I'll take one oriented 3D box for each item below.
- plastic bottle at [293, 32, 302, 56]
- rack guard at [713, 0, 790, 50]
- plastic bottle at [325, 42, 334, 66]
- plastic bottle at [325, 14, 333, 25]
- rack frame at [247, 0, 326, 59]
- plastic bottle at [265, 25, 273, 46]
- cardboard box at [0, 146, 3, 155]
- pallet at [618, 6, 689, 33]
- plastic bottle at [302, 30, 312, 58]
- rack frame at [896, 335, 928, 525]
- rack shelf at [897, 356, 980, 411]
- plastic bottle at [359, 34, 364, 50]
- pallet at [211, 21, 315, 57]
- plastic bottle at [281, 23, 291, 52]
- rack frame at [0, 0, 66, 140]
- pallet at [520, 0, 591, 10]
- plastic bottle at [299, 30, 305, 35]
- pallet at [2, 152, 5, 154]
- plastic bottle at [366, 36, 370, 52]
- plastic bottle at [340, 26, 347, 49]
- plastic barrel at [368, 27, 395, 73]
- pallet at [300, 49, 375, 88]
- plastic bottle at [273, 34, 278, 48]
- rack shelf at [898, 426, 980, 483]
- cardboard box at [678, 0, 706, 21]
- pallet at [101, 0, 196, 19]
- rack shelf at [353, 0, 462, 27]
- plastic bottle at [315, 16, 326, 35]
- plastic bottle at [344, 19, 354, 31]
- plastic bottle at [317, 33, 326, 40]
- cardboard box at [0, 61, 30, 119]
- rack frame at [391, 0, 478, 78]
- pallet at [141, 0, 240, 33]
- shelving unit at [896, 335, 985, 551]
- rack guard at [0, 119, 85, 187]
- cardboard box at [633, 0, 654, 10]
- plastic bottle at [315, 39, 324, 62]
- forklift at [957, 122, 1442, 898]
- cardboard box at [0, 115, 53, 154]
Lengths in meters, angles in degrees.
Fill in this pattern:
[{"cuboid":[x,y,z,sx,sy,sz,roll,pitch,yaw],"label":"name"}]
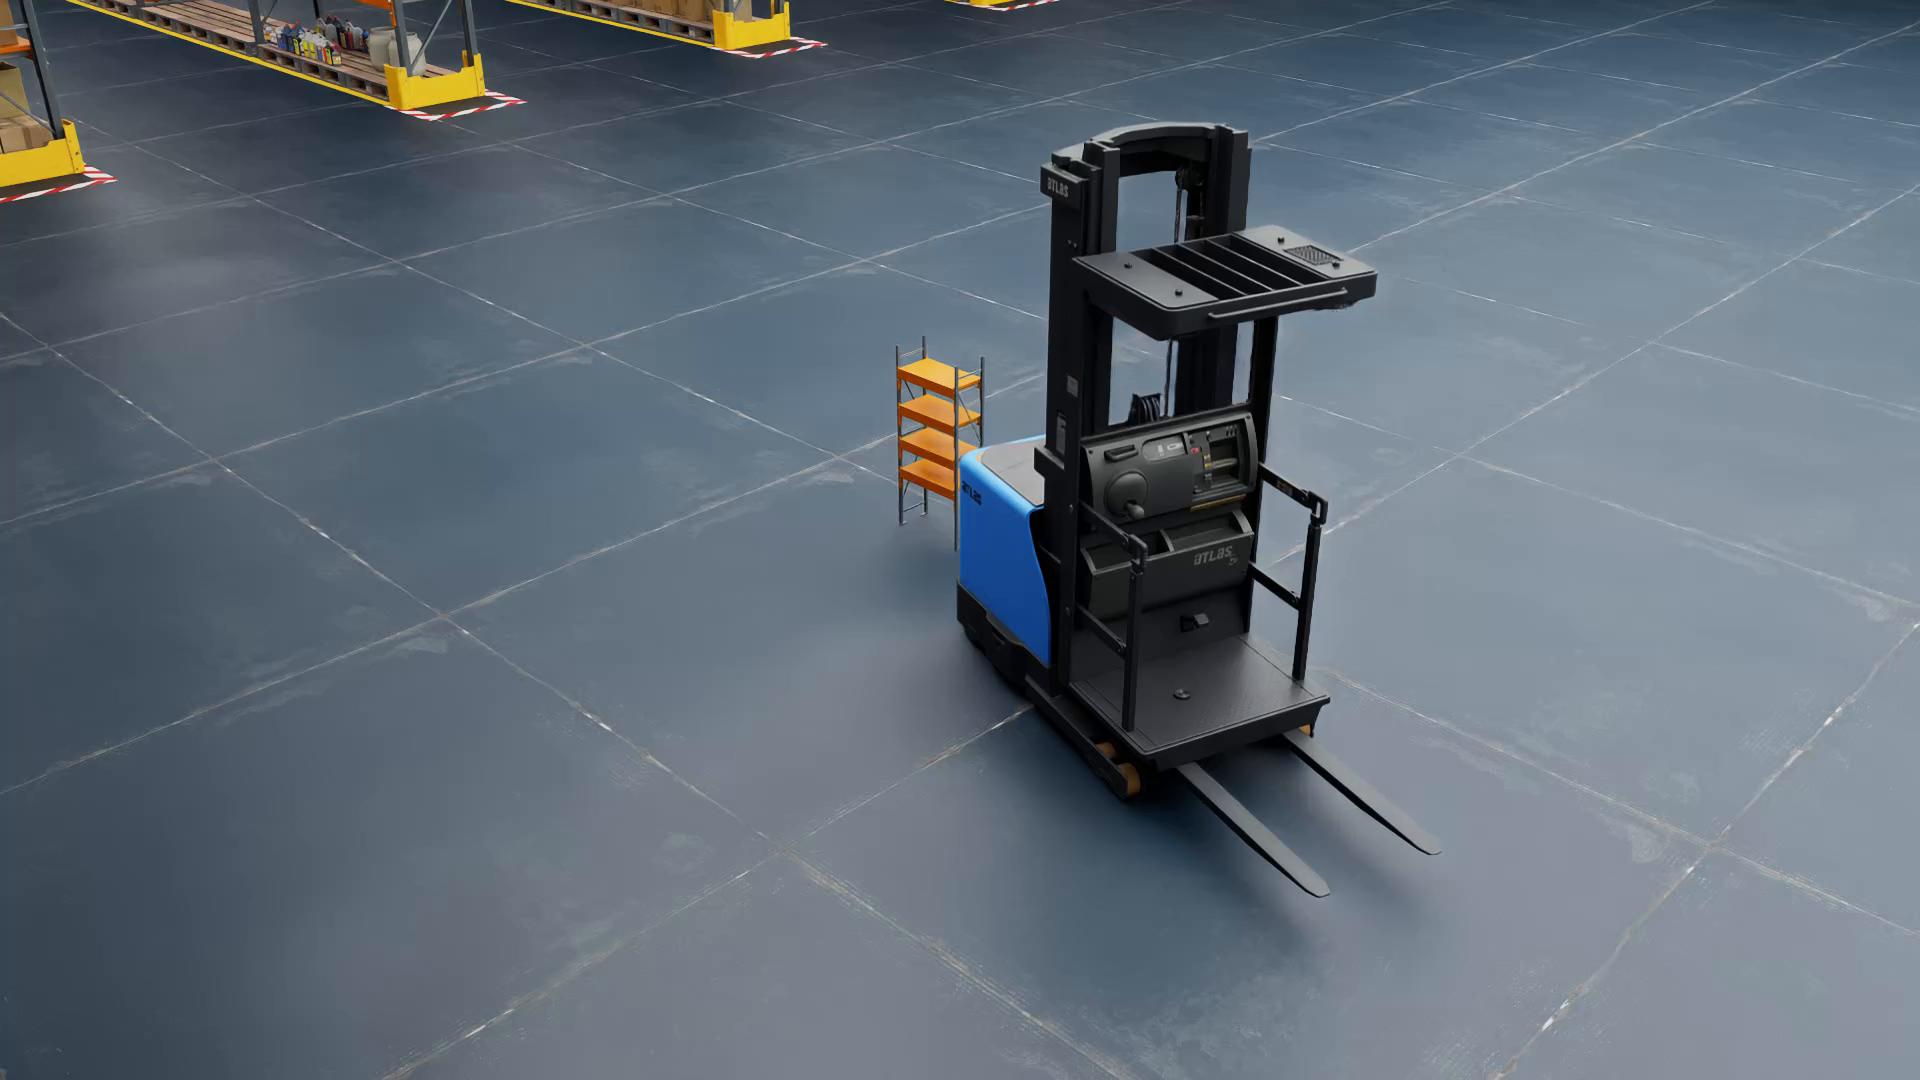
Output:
[{"cuboid":[-8.721,-6.538,21.907,0.061,0.283,0.133,-23,36,-37],"label":"plastic bottle"},{"cuboid":[-2.958,-7.333,23.658,0.348,0.500,1.175,25,36,38],"label":"rack guard"},{"cuboid":[-8.090,-6.249,21.357,0.061,0.283,0.133,-24,36,-38],"label":"plastic bottle"},{"cuboid":[-8.568,-6.984,22.682,0.185,0.351,0.144,23,36,37],"label":"plastic bottle"},{"cuboid":[-9.229,-8.076,22.386,0.127,3.000,1.000,25,36,38],"label":"rack frame"},{"cuboid":[-9.309,-6.814,22.444,0.097,0.271,0.097,0,28,0],"label":"plastic bottle"},{"cuboid":[-10.442,-4.174,17.468,0.500,0.250,0.500,25,36,38],"label":"cardboard box"},{"cuboid":[-4.379,-7.880,25.009,1.213,0.211,1.003,25,36,38],"label":"pallet"},{"cuboid":[-8.506,-6.497,21.756,0.185,0.351,0.144,24,36,38],"label":"plastic bottle"},{"cuboid":[-0.292,-0.665,10.225,0.015,1.200,0.240,25,36,38],"label":"rack frame"},{"cuboid":[-0.118,-0.933,9.891,0.480,0.148,0.258,25,36,38],"label":"rack shelf"},{"cuboid":[-7.984,-6.666,22.238,0.097,0.201,0.097,0,28,0],"label":"plastic bottle"},{"cuboid":[-9.816,-7.085,23.497,1.213,0.211,1.003,25,36,38],"label":"pallet"},{"cuboid":[-8.944,-6.697,22.137,0.144,0.351,0.185,-24,36,-38],"label":"plastic bottle"},{"cuboid":[-9.852,-5.128,16.780,0.127,3.000,1.000,25,36,38],"label":"rack frame"},{"cuboid":[-6.313,-8.739,26.643,1.213,0.211,1.003,25,36,38],"label":"pallet"},{"cuboid":[-8.756,-6.655,22.142,0.097,0.271,0.097,0,28,0],"label":"plastic bottle"},{"cuboid":[-10.427,-4.130,17.877,1.213,0.211,1.003,25,36,38],"label":"pallet"},{"cuboid":[-7.837,-6.599,22.110,0.097,0.201,0.097,0,28,0],"label":"plastic bottle"},{"cuboid":[-8.254,-6.743,22.297,0.133,0.283,0.061,25,36,38],"label":"plastic bottle"},{"cuboid":[-7.257,-6.208,21.056,0.421,0.512,0.421,0,28,0],"label":"plastic barrel"},{"cuboid":[-7.905,-6.211,21.834,1.213,0.211,1.003,25,36,38],"label":"pallet"},{"cuboid":[-9.164,-6.716,22.334,0.097,0.201,0.097,0,28,0],"label":"plastic bottle"},{"cuboid":[-0.118,-0.526,10.105,0.480,0.148,0.258,25,36,38],"label":"rack shelf"},{"cuboid":[-3.788,-7.887,24.261,0.500,0.500,0.500,-15,31,-27],"label":"cardboard box"},{"cuboid":[-12.673,-8.390,25.980,1.213,0.211,1.003,25,36,38],"label":"pallet"},{"cuboid":[-7.803,-7.105,21.312,4.000,0.370,1.077,25,36,38],"label":"rack shelf"},{"cuboid":[-8.669,-6.936,22.591,0.185,0.351,0.144,25,36,38],"label":"plastic bottle"},{"cuboid":[-8.200,-6.816,22.362,0.185,0.351,0.144,24,36,38],"label":"plastic bottle"},{"cuboid":[-8.421,-6.521,21.882,0.135,0.276,0.152,25,36,38],"label":"plastic bottle"},{"cuboid":[-10.436,-4.840,17.929,0.500,0.500,0.500,25,36,38],"label":"cardboard box"},{"cuboid":[-6.377,-6.771,19.903,0.127,3.000,1.000,25,36,38],"label":"rack frame"},{"cuboid":[-11.556,-7.881,25.011,1.213,0.211,1.003,25,36,38],"label":"pallet"},{"cuboid":[-0.118,-0.585,10.073,0.503,1.200,0.258,25,36,38],"label":"shelving unit"},{"cuboid":[-9.835,-4.014,17.346,0.348,0.500,1.175,25,36,38],"label":"rack guard"},{"cuboid":[-4.588,-8.294,25.036,0.500,0.500,0.500,21,34,34],"label":"cardboard box"},{"cuboid":[-8.253,-6.350,21.558,0.135,0.276,0.152,23,36,37],"label":"plastic bottle"},{"cuboid":[1.104,-0.307,7.684,1.130,2.935,3.031,-13,31,-24],"label":"forklift"},{"cuboid":[-10.078,-4.346,17.795,0.500,0.250,0.500,25,36,38],"label":"cardboard box"}]
